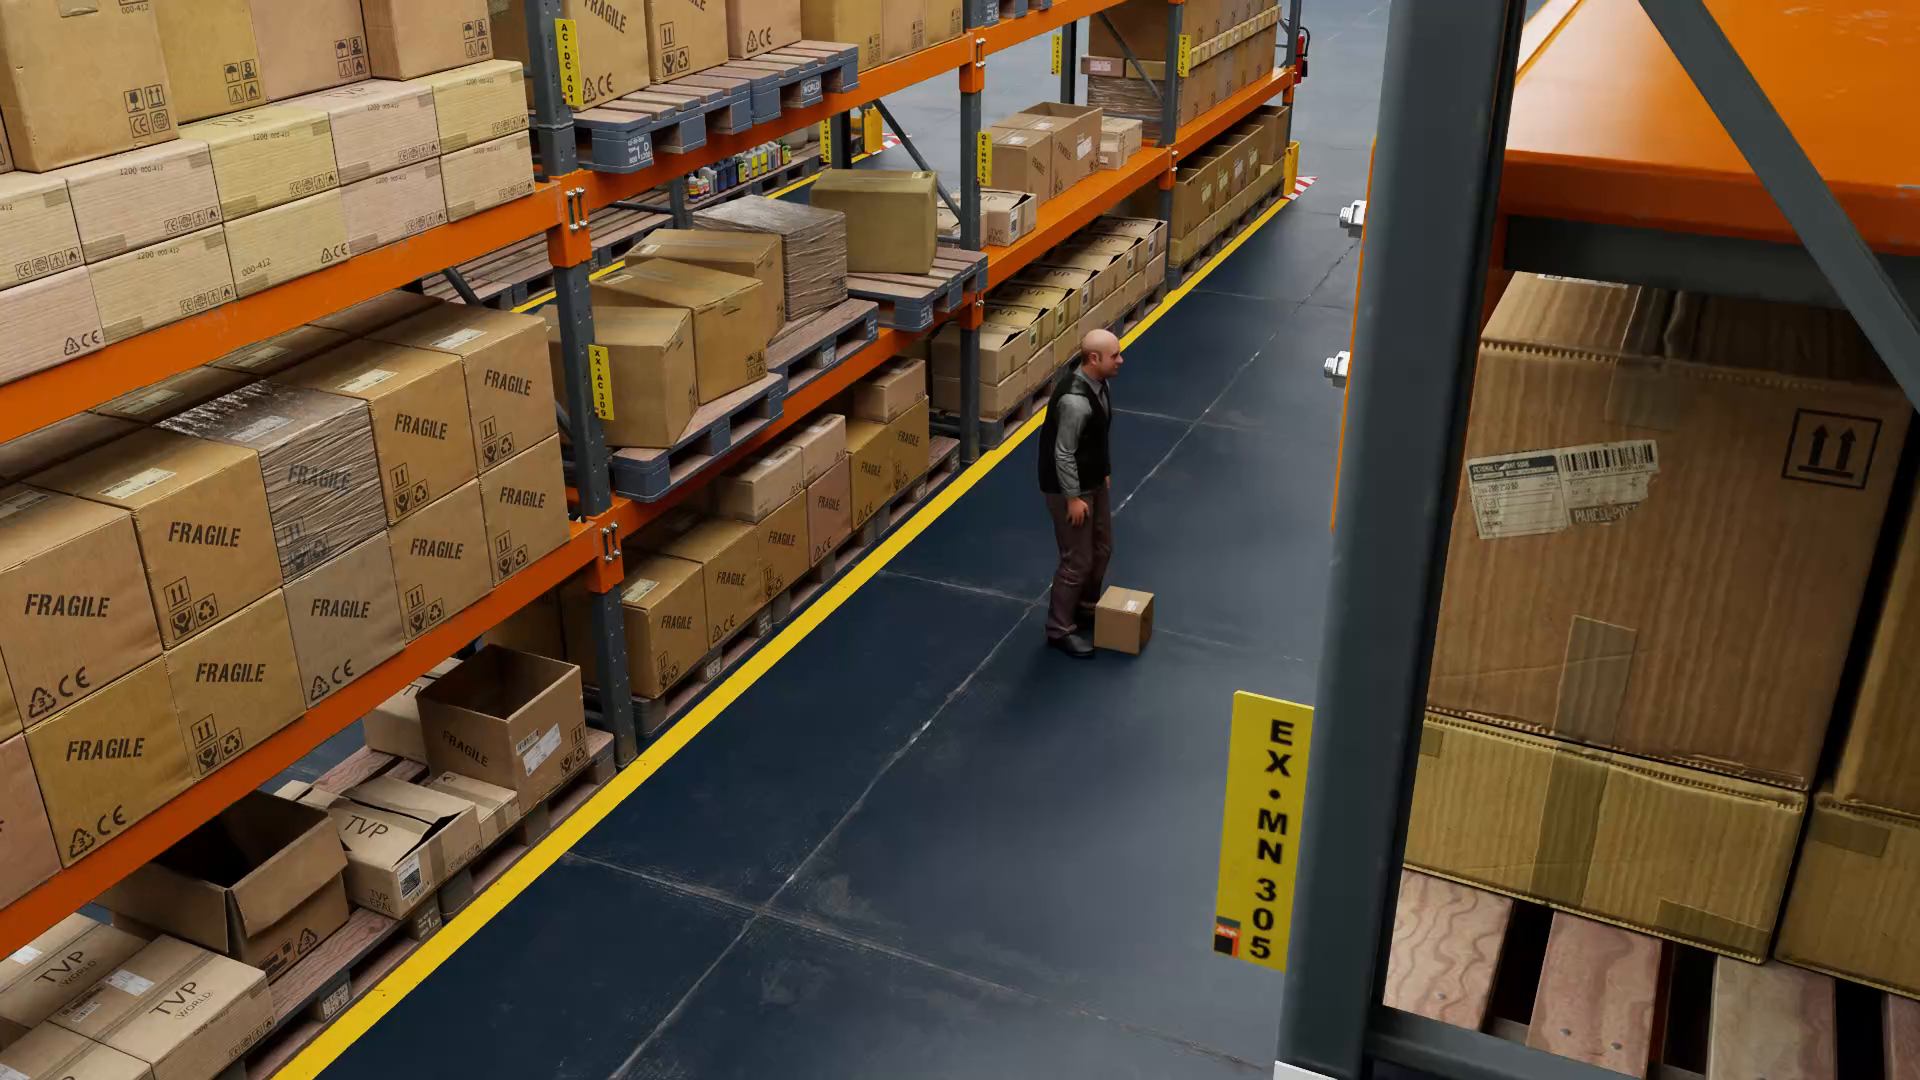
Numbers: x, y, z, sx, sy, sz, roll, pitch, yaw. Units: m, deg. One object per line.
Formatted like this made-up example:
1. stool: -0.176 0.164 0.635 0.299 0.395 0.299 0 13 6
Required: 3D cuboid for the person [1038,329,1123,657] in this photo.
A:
1. person: 0.649 -0.277 8.709 0.470 1.721 0.594 10 28 19
